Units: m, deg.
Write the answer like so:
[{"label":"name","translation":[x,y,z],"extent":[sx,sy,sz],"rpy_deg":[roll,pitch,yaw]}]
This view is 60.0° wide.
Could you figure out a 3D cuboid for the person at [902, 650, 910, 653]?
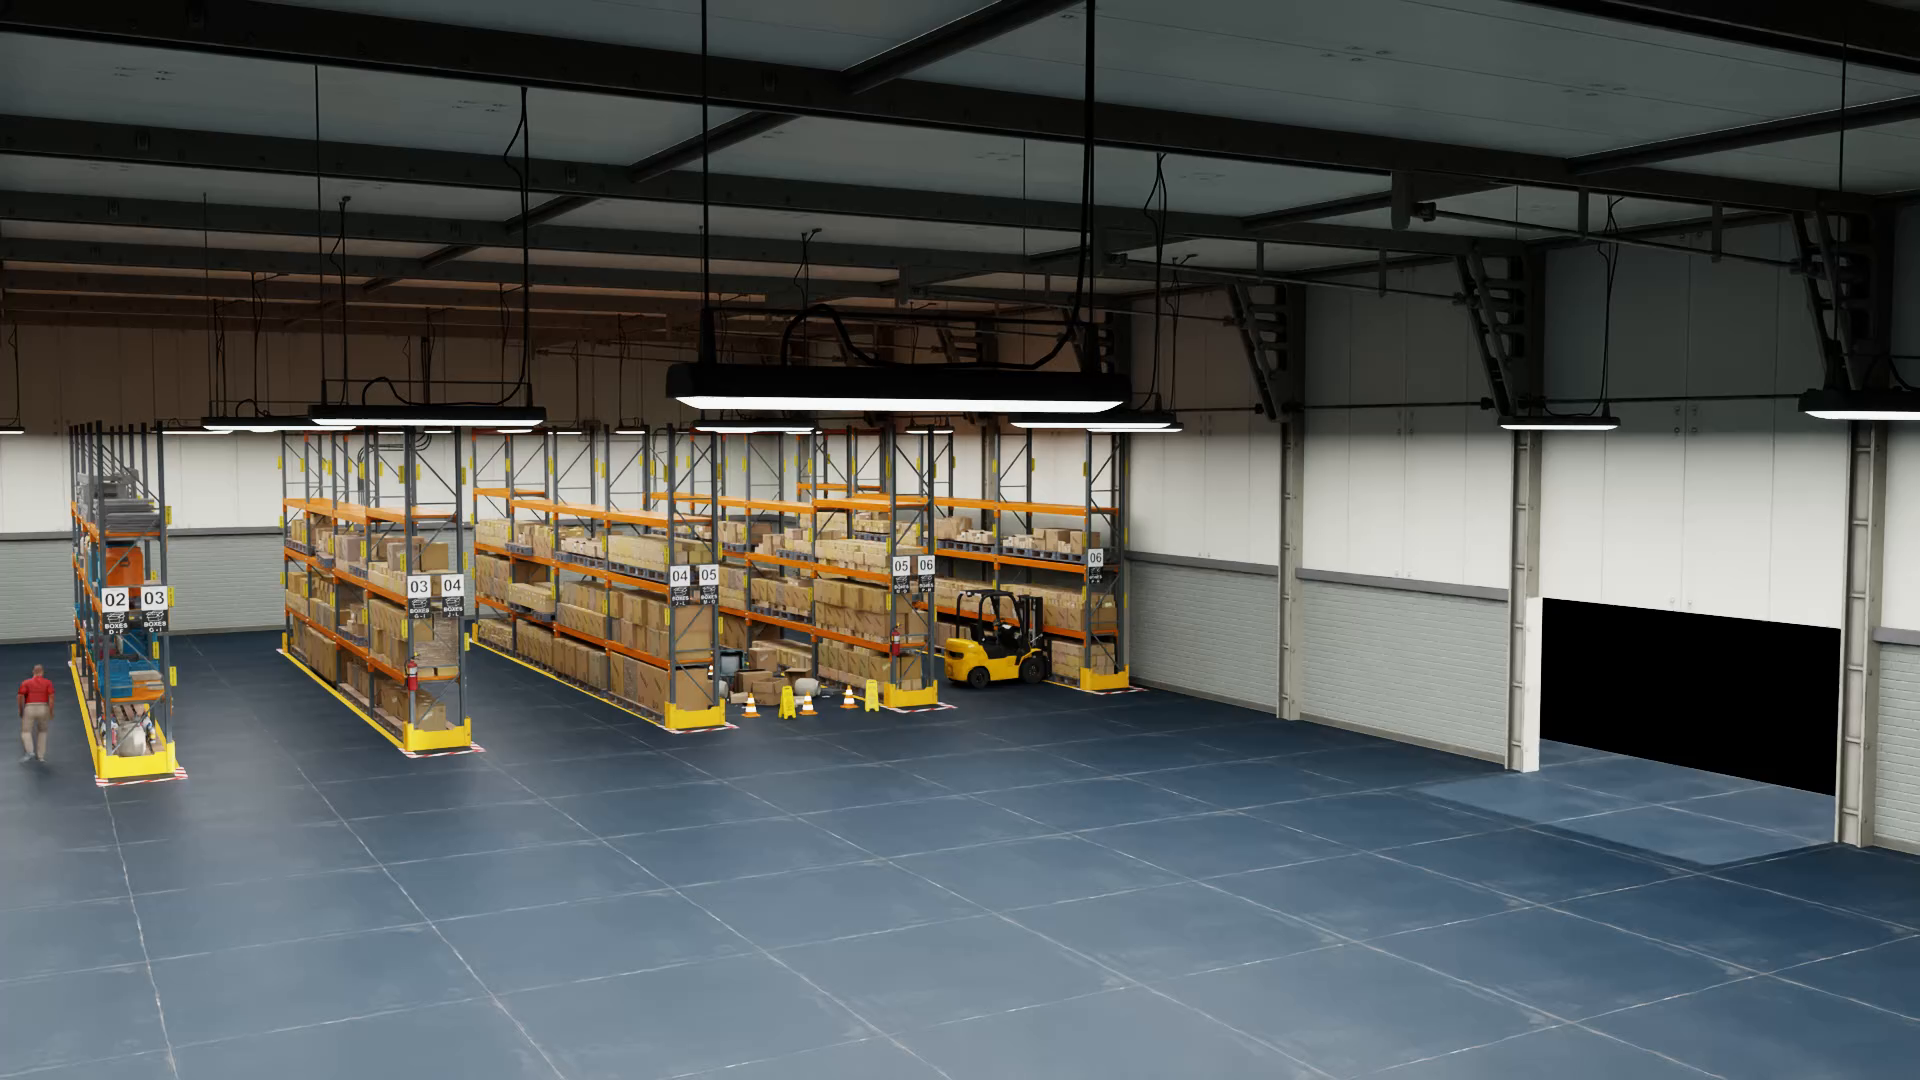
[{"label":"person","translation":[-1.309,2.277,39.893],"extent":[0.479,1.516,0.697],"rpy_deg":[-2,4,-34]}]

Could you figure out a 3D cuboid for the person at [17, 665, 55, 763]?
[{"label":"person","translation":[-16.247,3.070,29.265],"extent":[0.602,1.696,0.662],"rpy_deg":[-2,4,-31]}]
